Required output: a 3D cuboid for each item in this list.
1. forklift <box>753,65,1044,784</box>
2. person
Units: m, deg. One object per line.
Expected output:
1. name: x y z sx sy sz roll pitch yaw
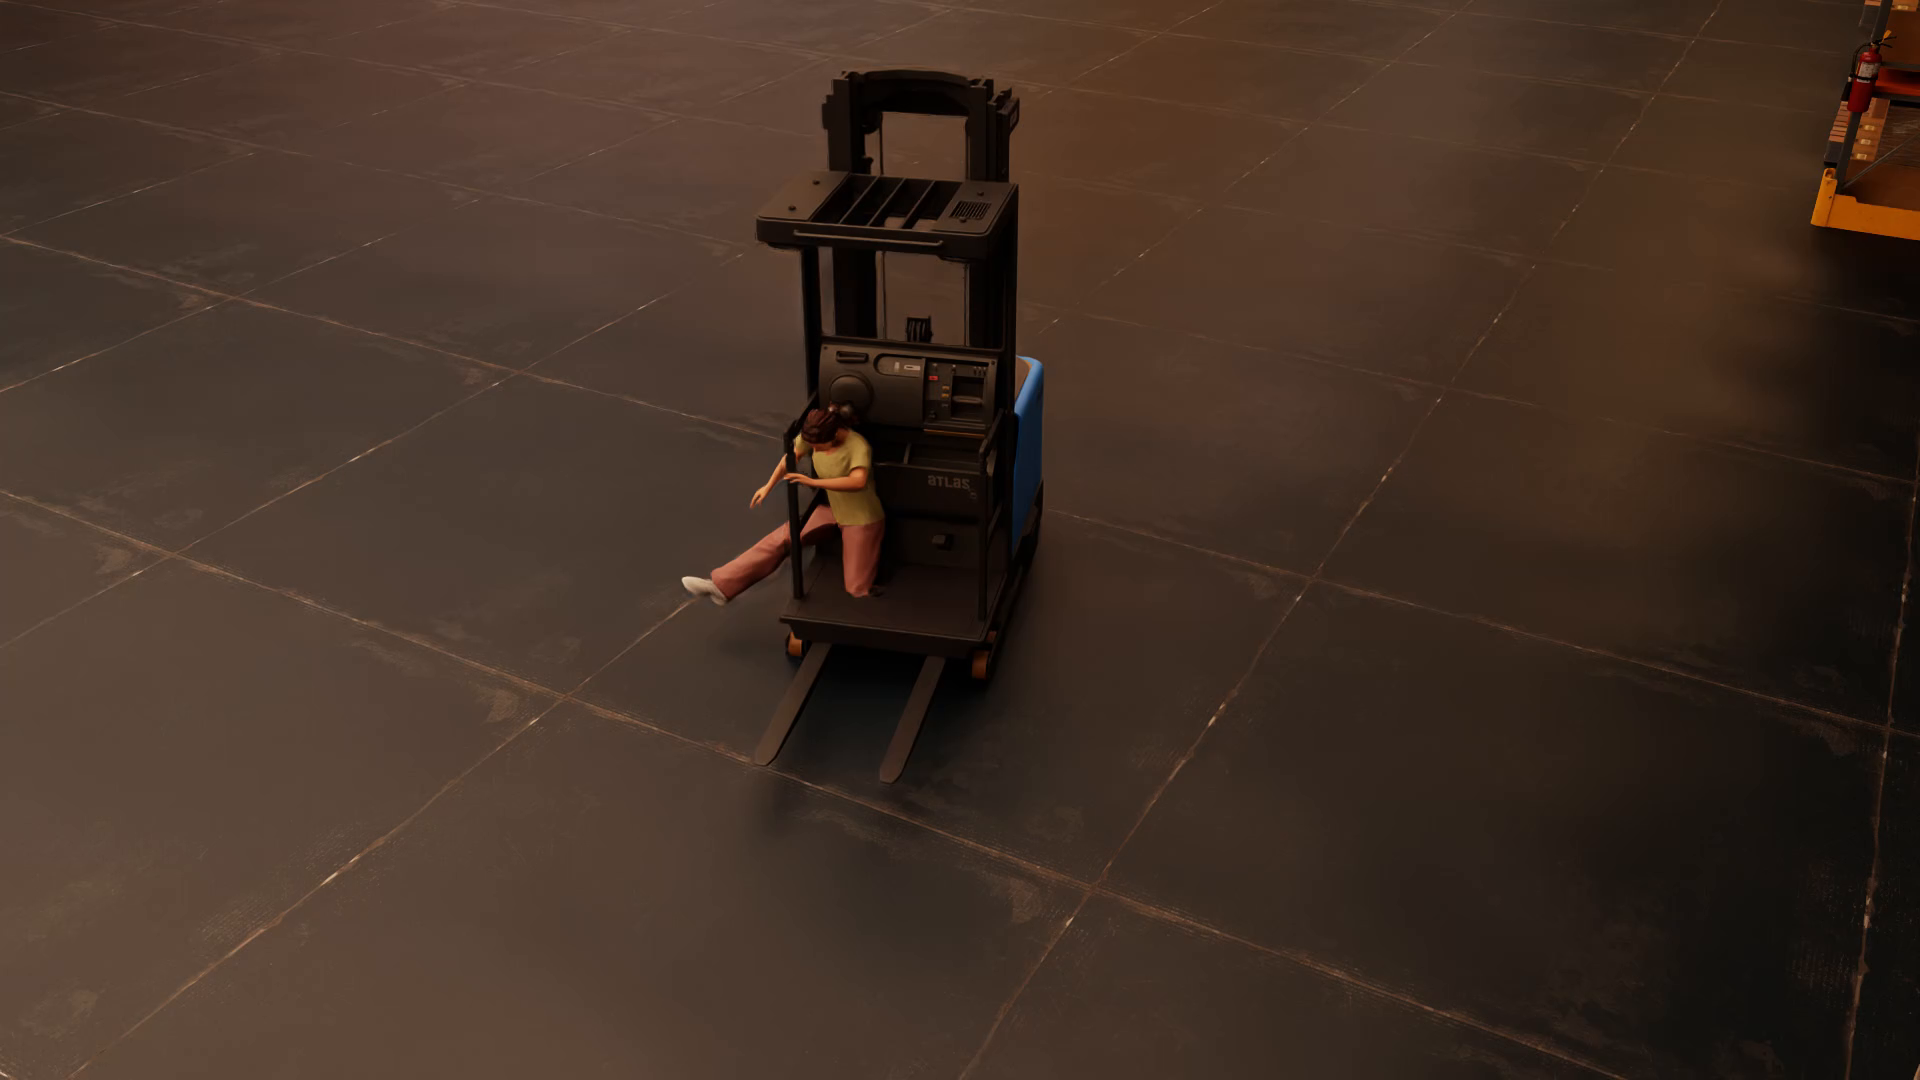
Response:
1. forklift: -0.312 -0.737 8.347 1.130 2.935 3.031 6 31 11
2. person: -0.793 -0.072 8.769 1.104 1.347 1.001 -19 35 -29
